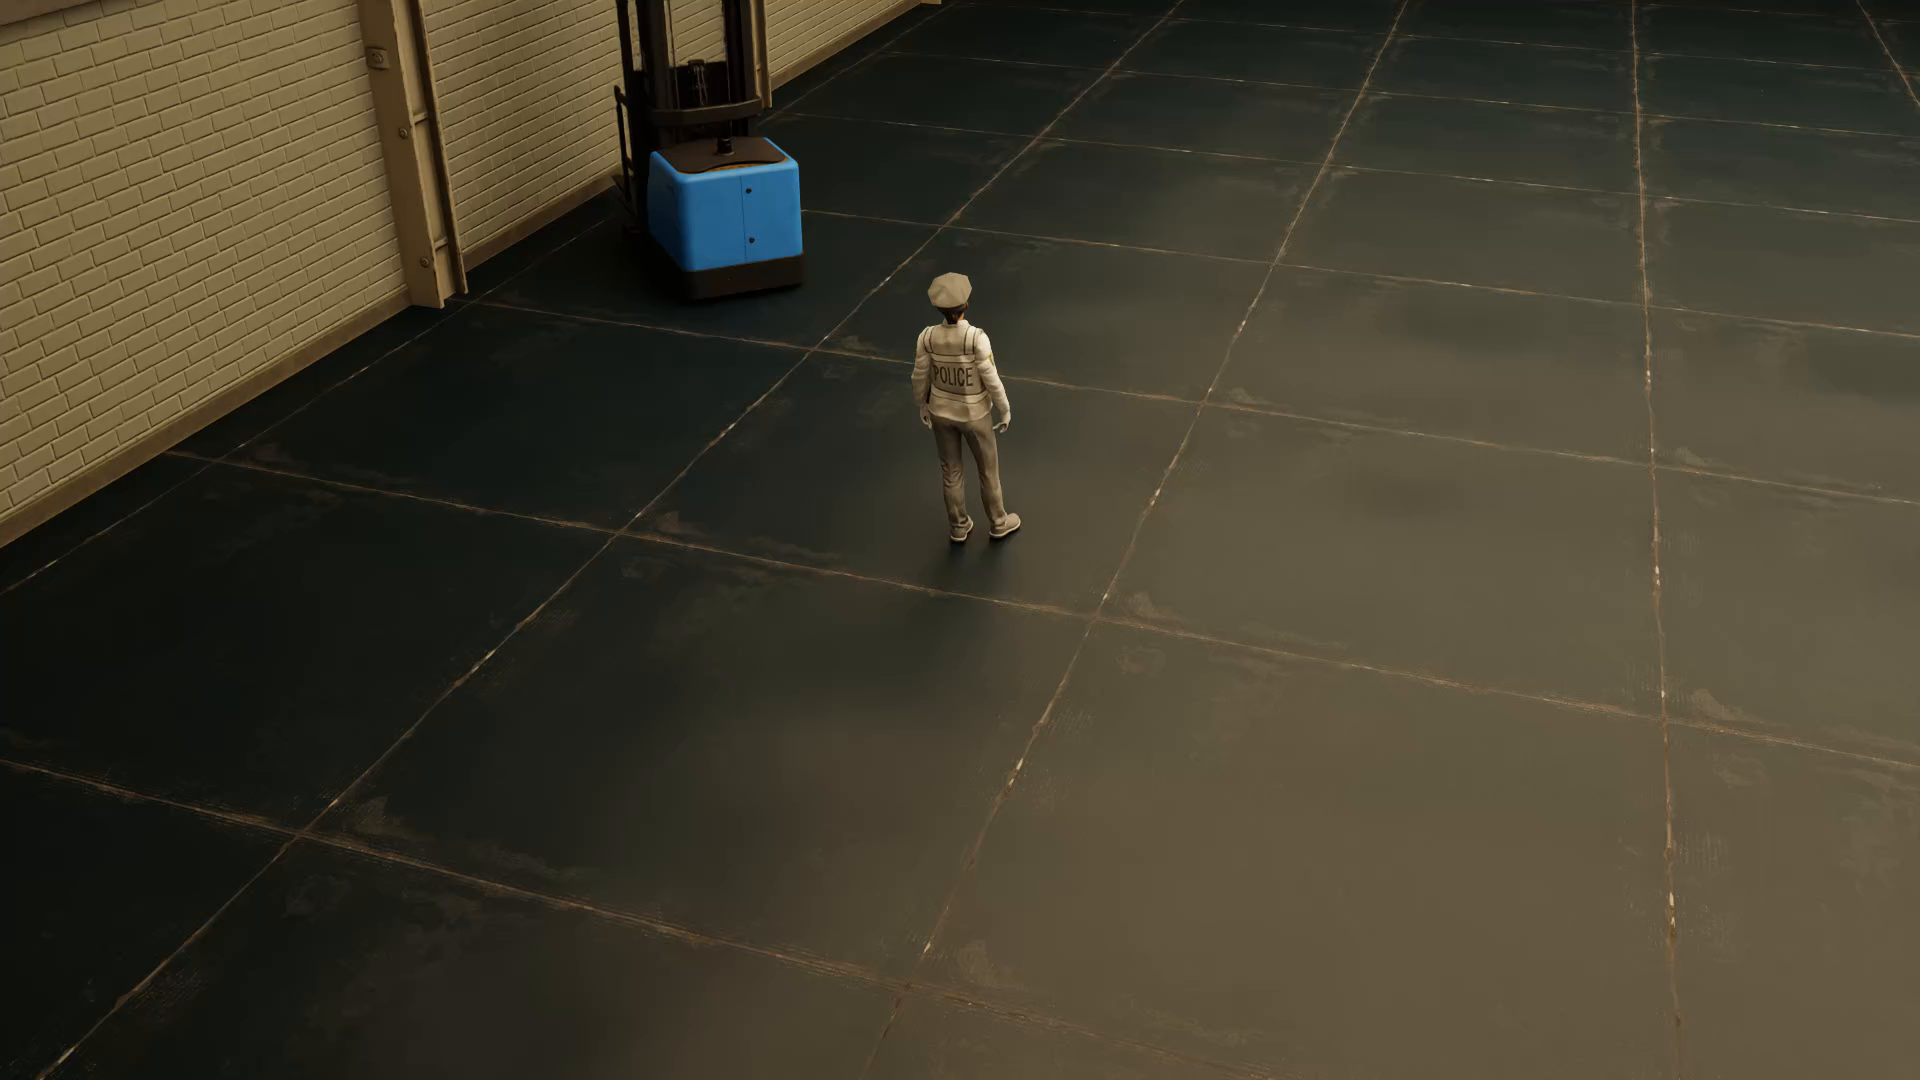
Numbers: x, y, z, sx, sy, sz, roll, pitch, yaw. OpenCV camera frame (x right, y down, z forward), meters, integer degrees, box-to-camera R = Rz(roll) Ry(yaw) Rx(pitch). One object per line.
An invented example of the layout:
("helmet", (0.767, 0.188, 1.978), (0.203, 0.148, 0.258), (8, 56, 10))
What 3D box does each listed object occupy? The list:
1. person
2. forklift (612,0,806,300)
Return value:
("person", (0.028, -0.773, 9.727), (0.588, 1.695, 0.531), (10, 31, 16))
("forklift", (-2.342, -3.908, 13.991), (1.130, 2.935, 3.031), (-13, 32, -21))
